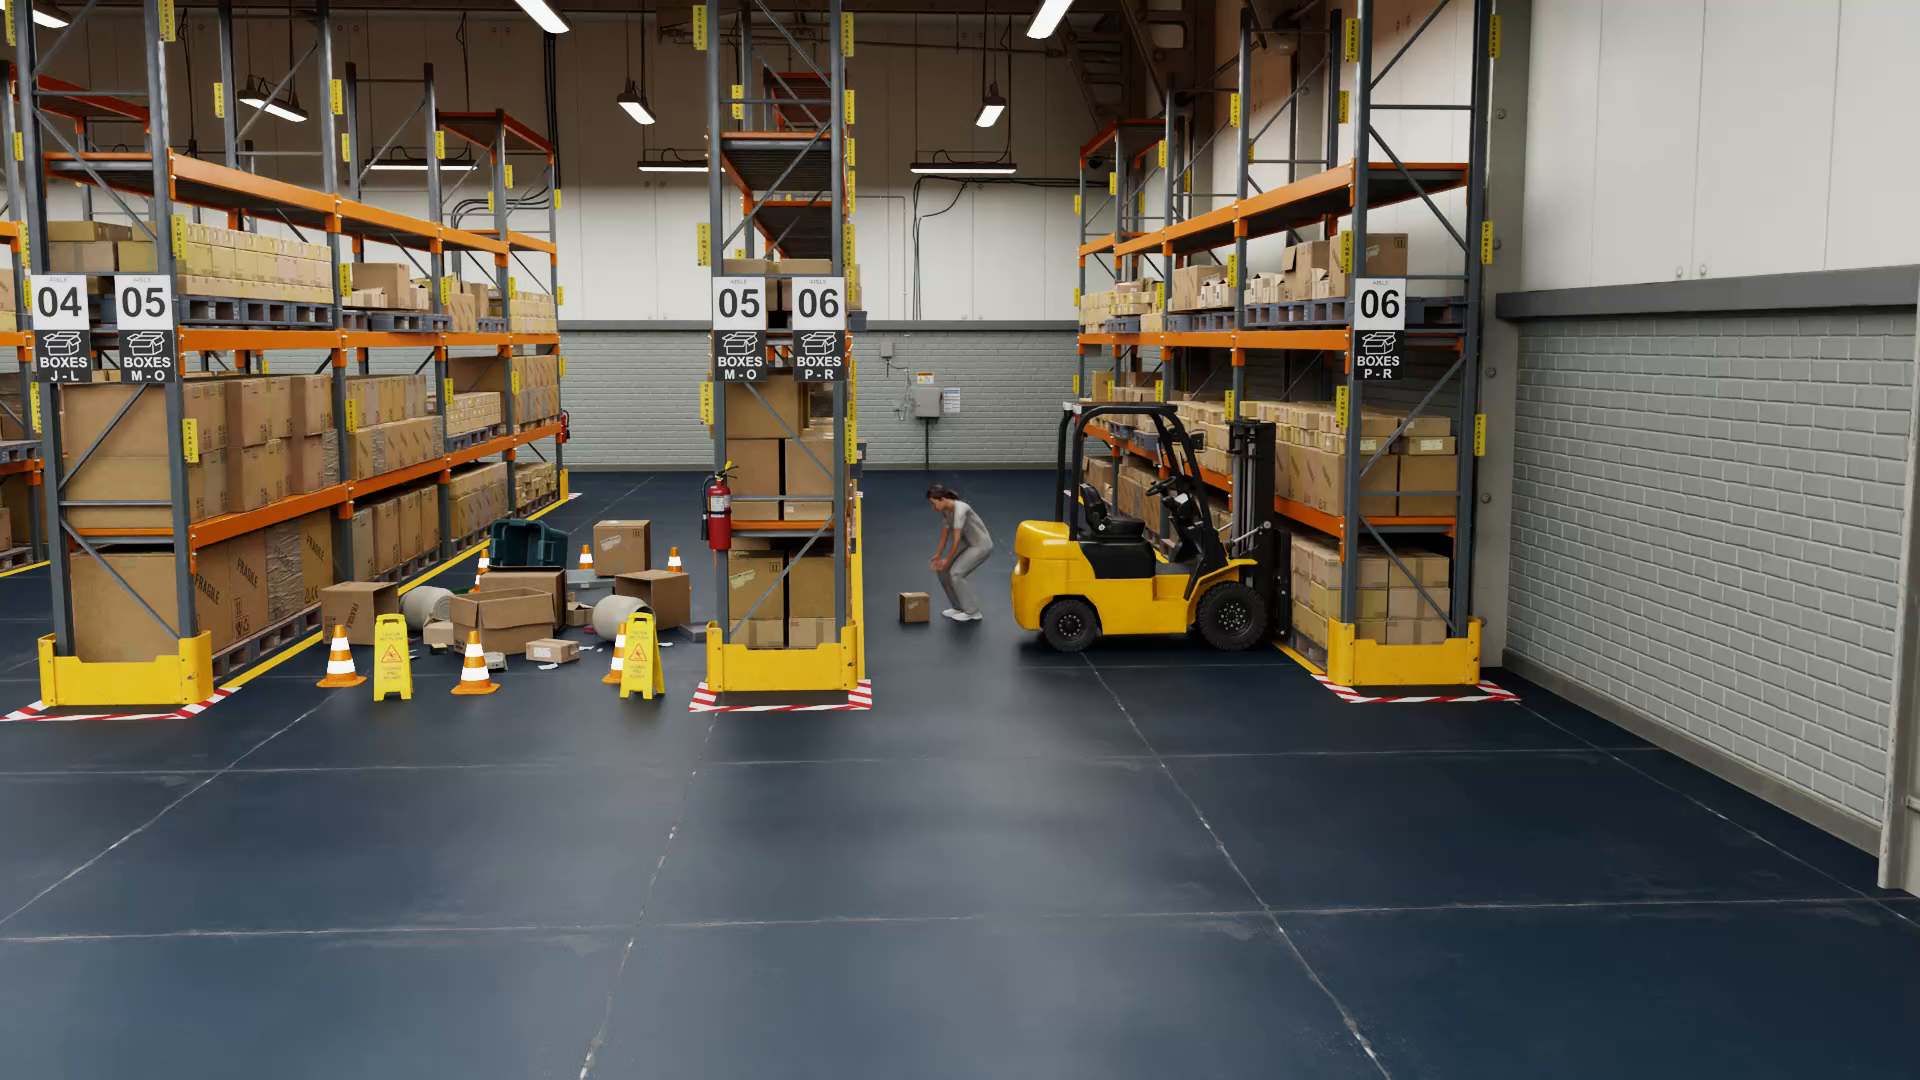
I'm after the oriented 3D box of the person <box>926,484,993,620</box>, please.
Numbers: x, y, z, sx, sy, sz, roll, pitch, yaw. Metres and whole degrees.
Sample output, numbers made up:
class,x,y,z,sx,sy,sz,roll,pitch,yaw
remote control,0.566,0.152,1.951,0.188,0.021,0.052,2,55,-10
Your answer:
class,x,y,z,sx,sy,sz,roll,pitch,yaw
person,-0.004,0.113,16.267,0.667,1.333,0.491,-2,7,-15
